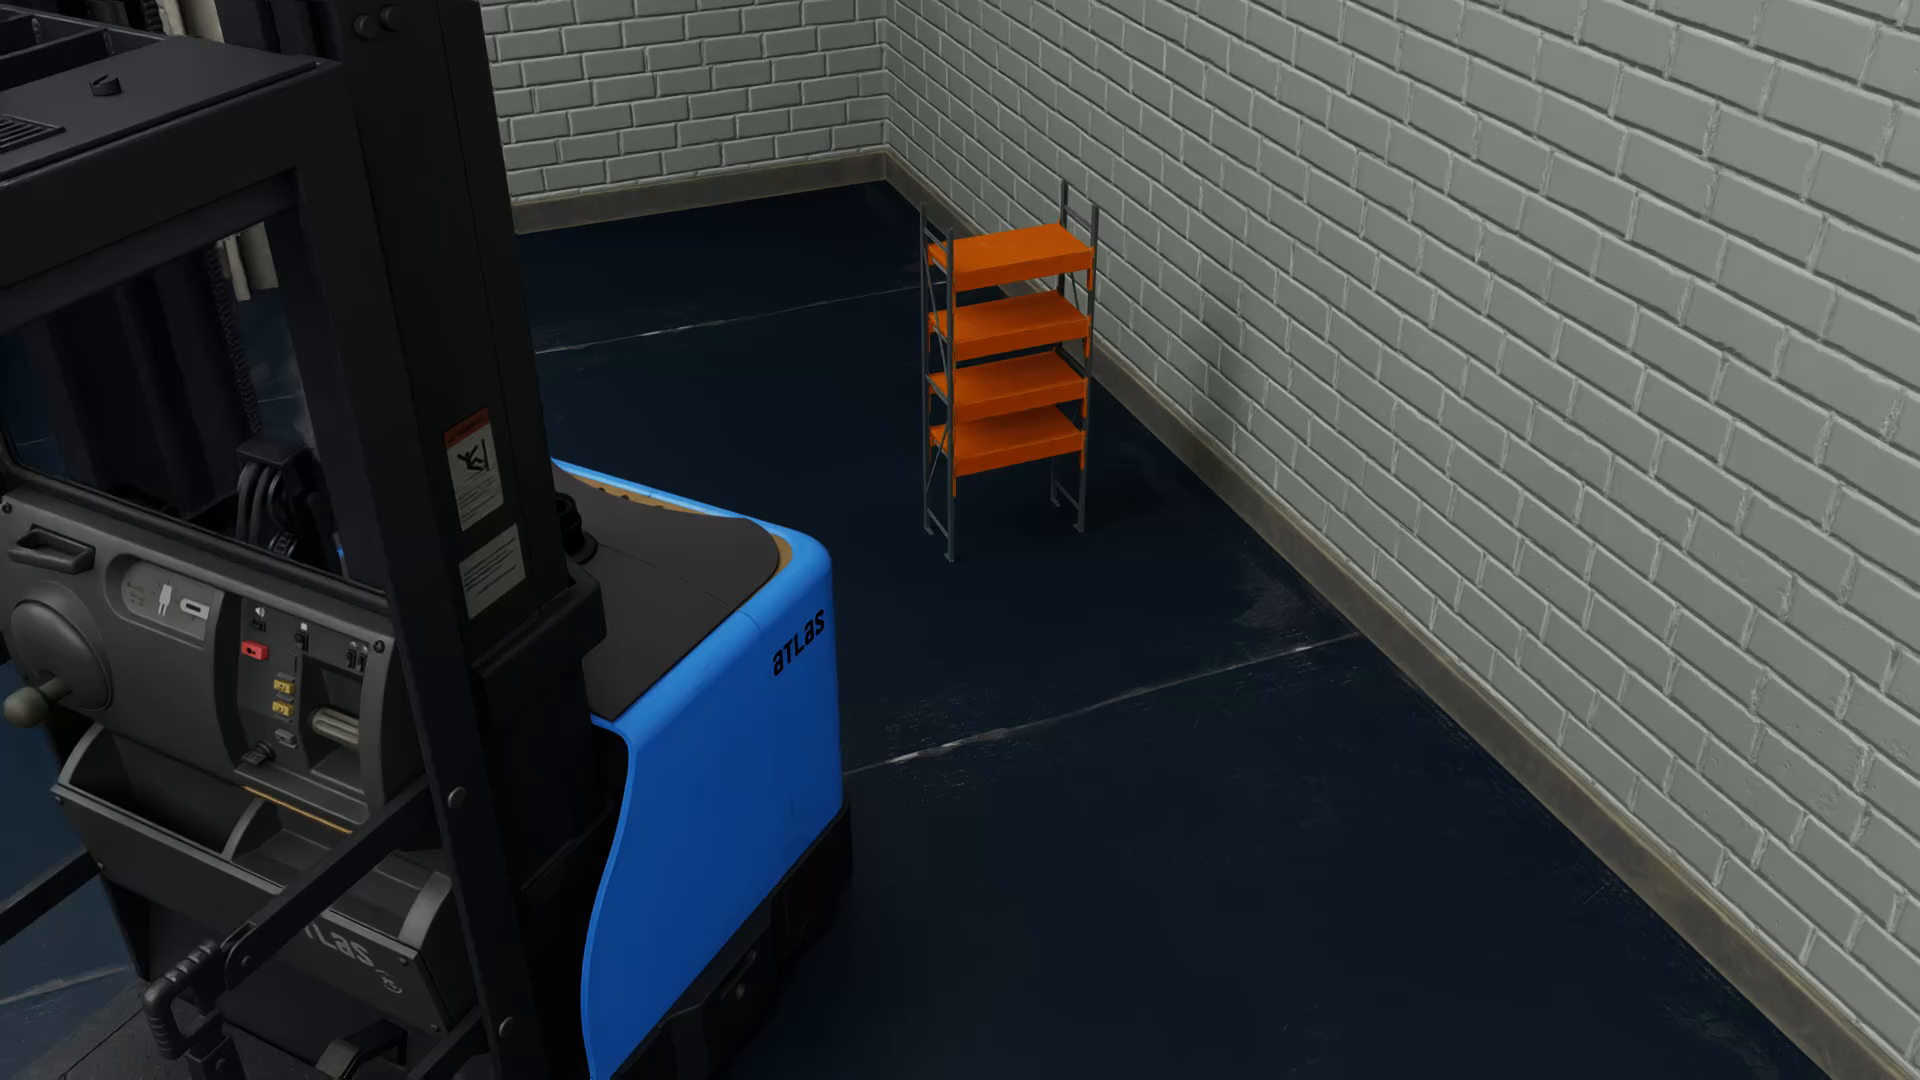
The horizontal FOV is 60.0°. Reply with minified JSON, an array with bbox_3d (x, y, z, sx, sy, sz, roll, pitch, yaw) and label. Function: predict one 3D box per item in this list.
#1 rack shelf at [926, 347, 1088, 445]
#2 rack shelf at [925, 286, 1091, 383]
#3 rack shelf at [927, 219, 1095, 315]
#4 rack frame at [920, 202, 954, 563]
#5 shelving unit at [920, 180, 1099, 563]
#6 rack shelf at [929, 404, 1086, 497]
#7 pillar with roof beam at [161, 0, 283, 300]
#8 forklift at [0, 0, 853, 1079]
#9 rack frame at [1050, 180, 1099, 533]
[{"bbox_3d":[0.153,-0.481,5.513,0.480,0.148,0.258,-13,35,-19],"label":"rack shelf"},{"bbox_3d":[0.153,-0.669,5.391,0.480,0.148,0.258,-13,35,-19],"label":"rack shelf"},{"bbox_3d":[0.153,-0.867,5.262,0.480,0.148,0.258,-13,35,-19],"label":"rack shelf"},{"bbox_3d":[-0.072,-0.486,5.397,0.015,1.200,0.240,-13,35,-19],"label":"rack frame"},{"bbox_3d":[0.153,-0.538,5.476,0.503,1.200,0.258,-13,35,-19],"label":"shelving unit"},{"bbox_3d":[0.153,-0.315,5.621,0.480,0.148,0.258,-13,35,-19],"label":"rack shelf"},{"bbox_3d":[-1.413,-2.789,1.786,0.400,9.000,9.100,-13,35,-19],"label":"pillar with roof beam"},{"bbox_3d":[-1.410,0.259,2.665,1.130,2.935,3.031,16,36,23],"label":"forklift"},{"bbox_3d":[0.378,-0.589,5.556,0.015,1.200,0.240,-13,35,-19],"label":"rack frame"}]
